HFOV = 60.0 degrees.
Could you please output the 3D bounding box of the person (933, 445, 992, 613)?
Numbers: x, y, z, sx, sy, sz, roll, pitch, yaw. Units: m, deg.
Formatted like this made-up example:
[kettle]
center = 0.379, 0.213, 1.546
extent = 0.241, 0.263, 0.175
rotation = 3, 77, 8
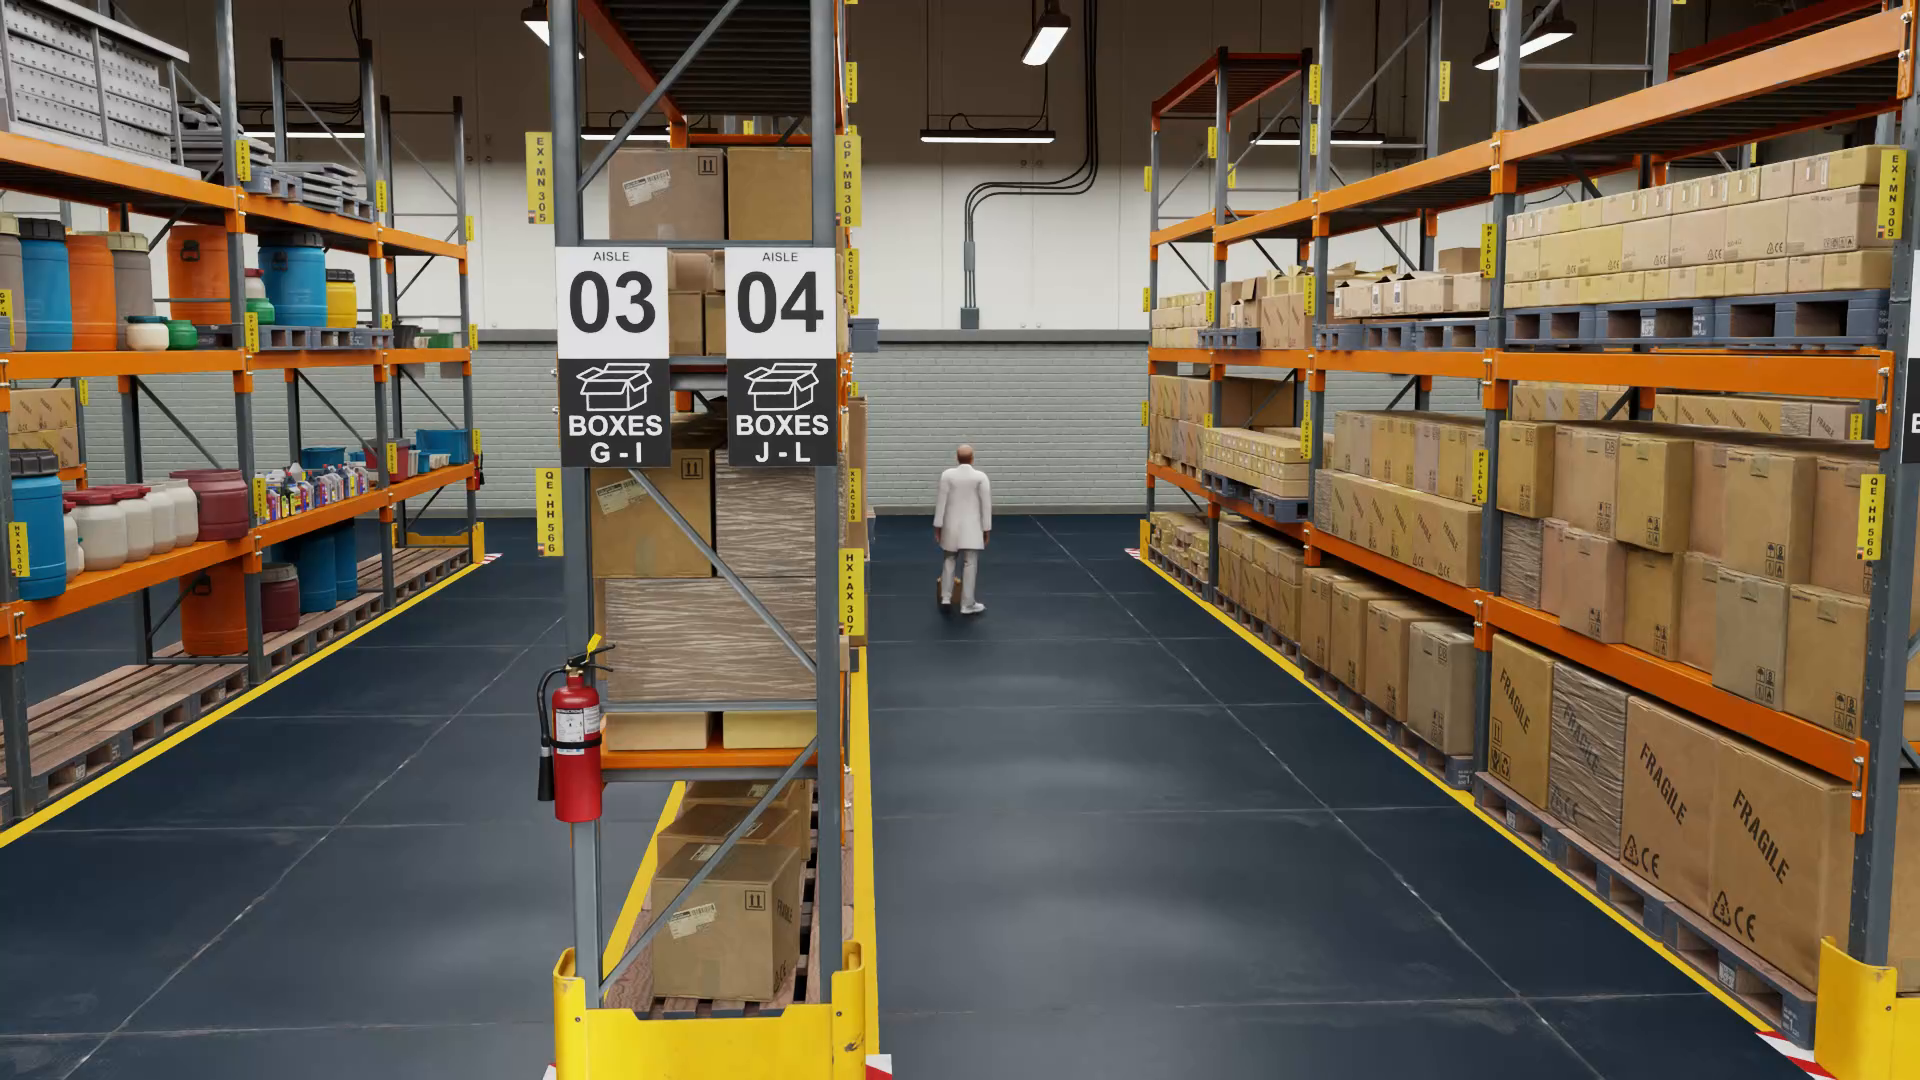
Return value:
[person]
center = 0.025, -0.125, 17.676
extent = 0.628, 1.770, 0.520
rotation = 1, 7, 9
